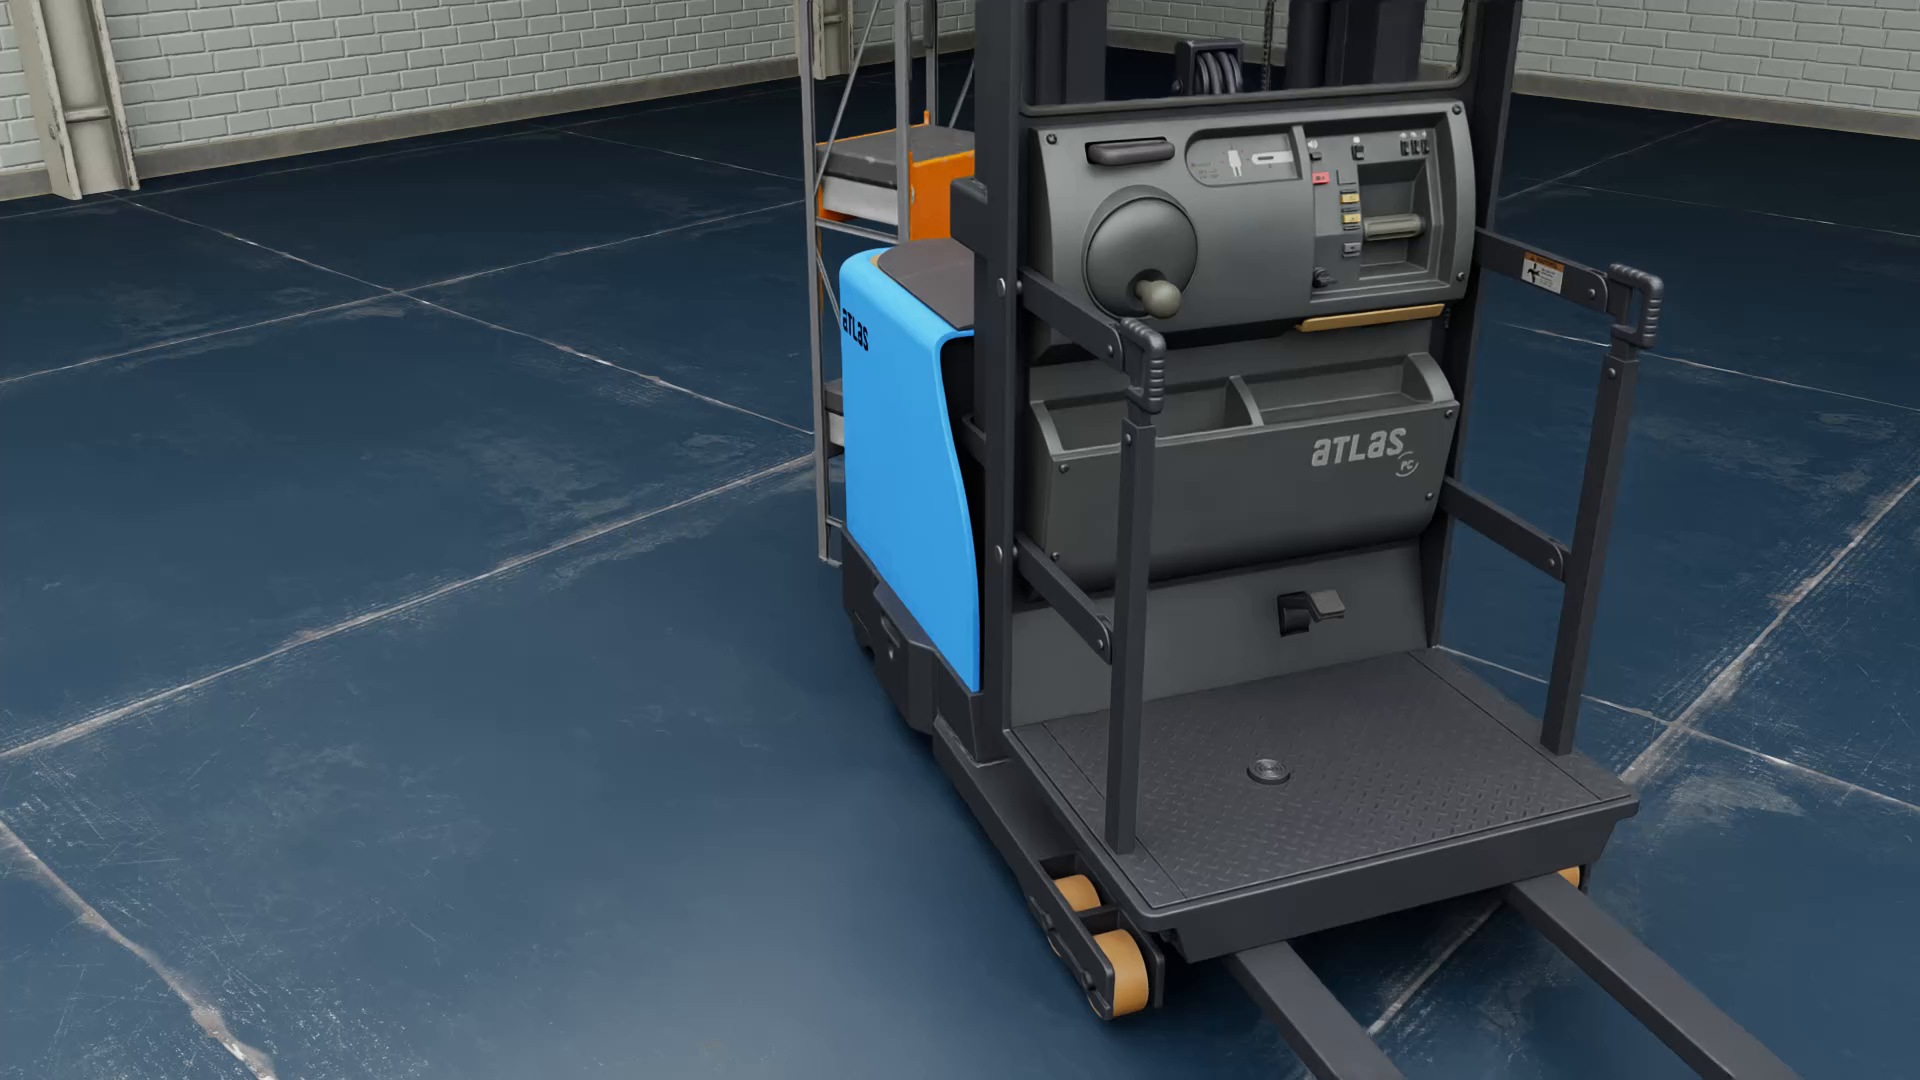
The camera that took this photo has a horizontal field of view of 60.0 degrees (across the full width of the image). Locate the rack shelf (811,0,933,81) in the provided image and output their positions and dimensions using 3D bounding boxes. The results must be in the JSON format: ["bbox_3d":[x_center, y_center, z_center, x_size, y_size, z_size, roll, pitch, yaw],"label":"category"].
[{"bbox_3d":[-0.115,-1.542,4.446,0.431,0.518,0.480,21,32,39],"label":"rack shelf"}]

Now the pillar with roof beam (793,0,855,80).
[{"bbox_3d":[2.079,-6.834,9.492,9.100,9.000,0.400,20,31,38],"label":"pillar with roof beam"}]

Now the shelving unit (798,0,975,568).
[{"bbox_3d":[-0.115,-0.916,4.727,0.431,2.100,0.503,21,32,39],"label":"shelving unit"}]

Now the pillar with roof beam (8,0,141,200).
[{"bbox_3d":[-1.925,-5.006,5.415,9.100,9.000,0.400,20,31,38],"label":"pillar with roof beam"}]

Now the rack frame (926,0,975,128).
[{"bbox_3d":[0.052,-0.989,4.889,0.400,2.100,0.015,21,32,39],"label":"rack frame"}]

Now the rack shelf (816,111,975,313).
[{"bbox_3d":[-0.115,-0.904,4.732,0.431,0.518,0.480,21,32,39],"label":"rack shelf"}]

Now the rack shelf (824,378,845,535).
[{"bbox_3d":[-0.115,-0.265,5.019,0.431,0.518,0.480,21,32,39],"label":"rack shelf"}]

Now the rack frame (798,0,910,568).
[{"bbox_3d":[-0.282,-0.843,4.564,0.400,2.100,0.015,21,32,39],"label":"rack frame"}]

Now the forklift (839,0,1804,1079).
[{"bbox_3d":[0.665,-0.611,3.029,1.130,2.935,3.031,-9,26,-19],"label":"forklift"}]
